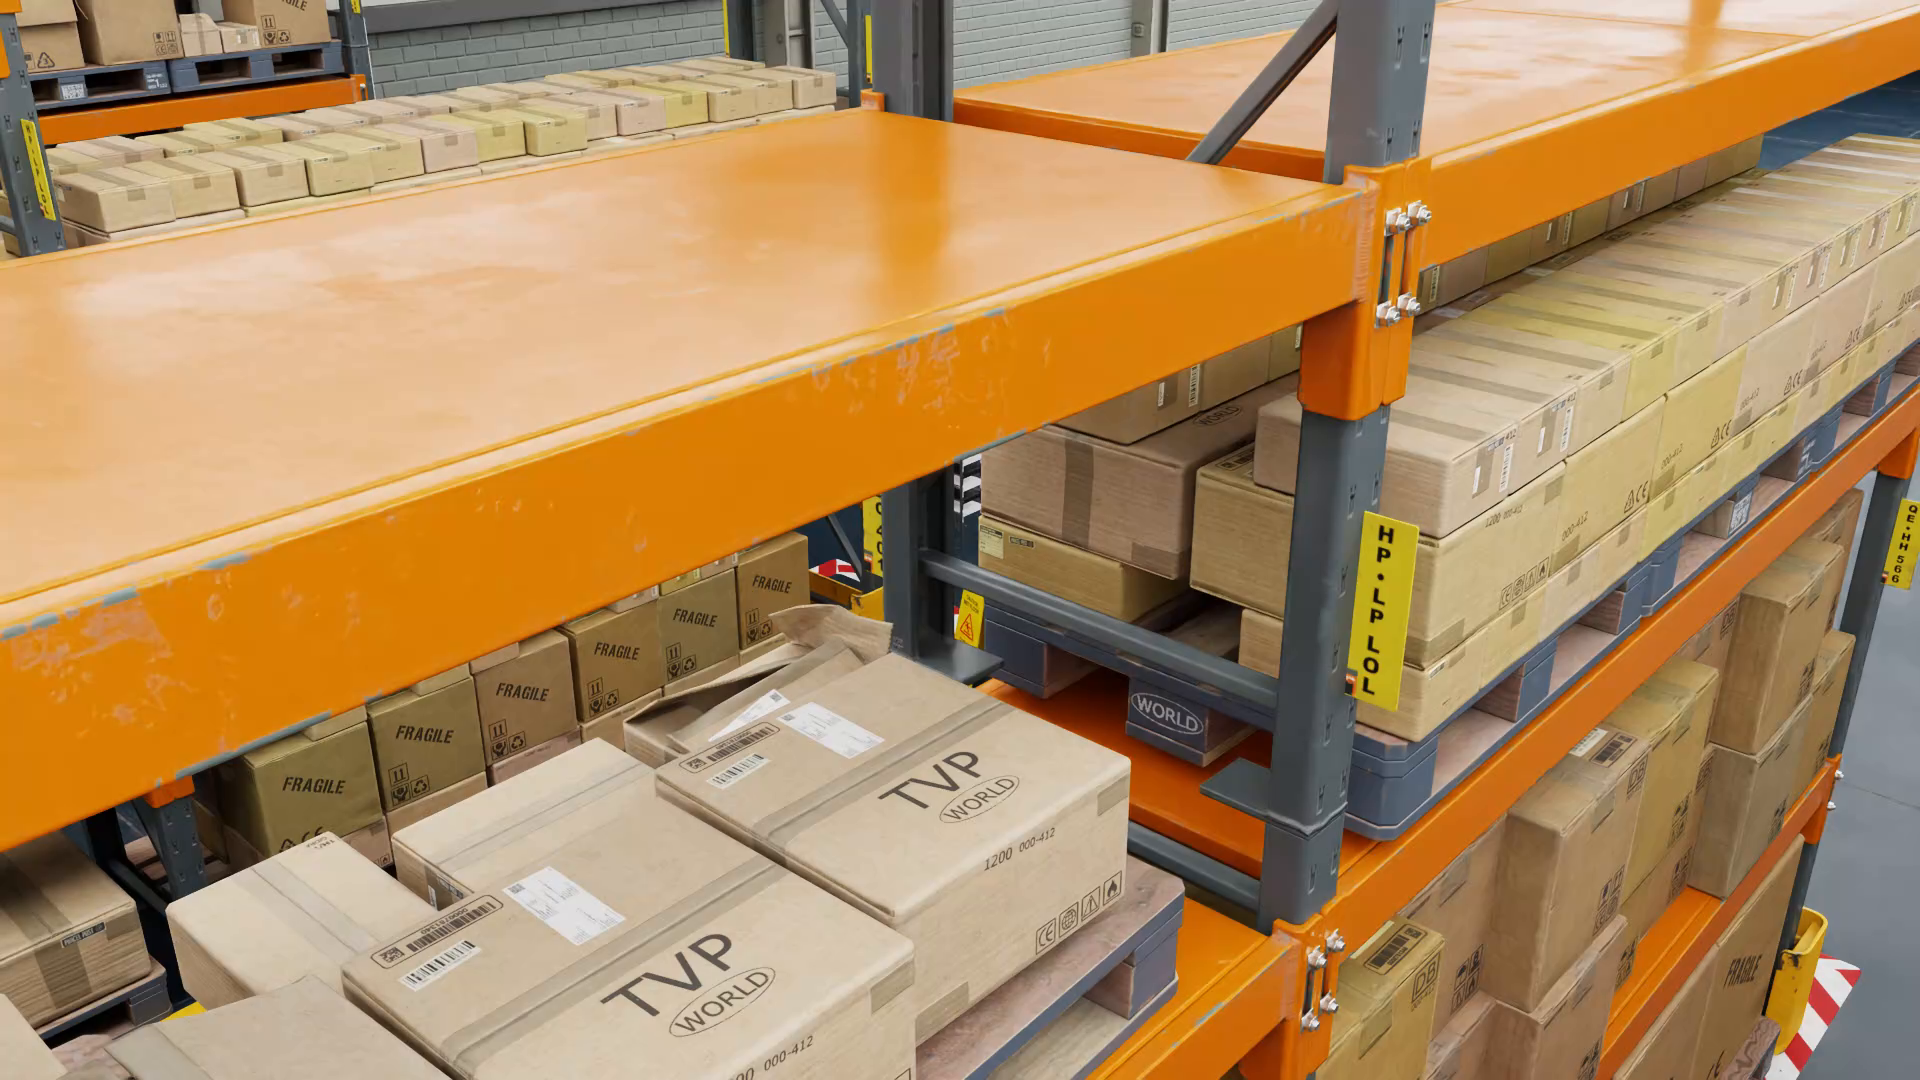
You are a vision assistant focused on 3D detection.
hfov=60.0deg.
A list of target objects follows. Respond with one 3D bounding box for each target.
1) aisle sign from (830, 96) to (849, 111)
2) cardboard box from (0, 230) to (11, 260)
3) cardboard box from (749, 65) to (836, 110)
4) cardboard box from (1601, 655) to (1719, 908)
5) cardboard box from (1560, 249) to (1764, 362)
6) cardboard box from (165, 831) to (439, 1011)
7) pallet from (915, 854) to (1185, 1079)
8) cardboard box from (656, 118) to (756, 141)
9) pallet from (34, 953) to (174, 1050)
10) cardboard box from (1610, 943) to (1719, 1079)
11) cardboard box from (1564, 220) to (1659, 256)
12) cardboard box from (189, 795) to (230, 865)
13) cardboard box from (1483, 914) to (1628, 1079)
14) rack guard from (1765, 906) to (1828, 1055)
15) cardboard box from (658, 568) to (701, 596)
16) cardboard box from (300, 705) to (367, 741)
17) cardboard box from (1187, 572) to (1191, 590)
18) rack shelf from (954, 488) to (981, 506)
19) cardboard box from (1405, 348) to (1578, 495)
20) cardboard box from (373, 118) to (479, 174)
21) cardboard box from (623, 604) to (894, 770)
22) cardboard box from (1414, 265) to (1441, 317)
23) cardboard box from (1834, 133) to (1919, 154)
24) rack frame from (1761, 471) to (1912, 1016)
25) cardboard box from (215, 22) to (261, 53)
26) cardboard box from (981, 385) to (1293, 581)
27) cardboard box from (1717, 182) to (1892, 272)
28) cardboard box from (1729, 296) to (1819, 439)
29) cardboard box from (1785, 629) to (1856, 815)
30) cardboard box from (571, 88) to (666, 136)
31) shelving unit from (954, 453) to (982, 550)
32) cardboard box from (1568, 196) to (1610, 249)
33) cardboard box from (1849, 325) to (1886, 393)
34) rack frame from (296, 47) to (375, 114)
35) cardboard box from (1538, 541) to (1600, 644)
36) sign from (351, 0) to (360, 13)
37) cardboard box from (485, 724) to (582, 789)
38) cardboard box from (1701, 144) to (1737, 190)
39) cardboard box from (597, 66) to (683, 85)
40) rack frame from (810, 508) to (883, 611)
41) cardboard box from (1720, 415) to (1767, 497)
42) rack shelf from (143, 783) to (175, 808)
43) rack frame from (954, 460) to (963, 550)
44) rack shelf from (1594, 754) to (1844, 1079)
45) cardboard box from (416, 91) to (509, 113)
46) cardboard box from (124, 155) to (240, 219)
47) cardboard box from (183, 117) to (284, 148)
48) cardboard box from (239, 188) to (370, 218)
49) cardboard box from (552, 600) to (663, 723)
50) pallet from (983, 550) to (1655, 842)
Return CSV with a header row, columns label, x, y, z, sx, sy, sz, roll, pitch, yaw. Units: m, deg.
label,x,y,z,sx,sy,sz,roll,pitch,yaw
aisle sign,-0.572,-1.947,8.749,0.394,0.787,0.004,20,31,38
cardboard box,-5.963,-1.864,10.463,0.380,0.149,0.250,20,31,37
cardboard box,-0.835,-2.256,8.280,0.380,0.149,0.250,21,31,38
cardboard box,1.618,0.564,4.822,0.875,0.550,0.500,20,31,38
cardboard box,1.600,-0.543,3.826,0.380,0.149,0.250,20,31,37
cardboard box,-0.874,0.583,2.289,0.380,0.149,0.250,20,31,38
pallet,-0.320,0.730,2.524,0.805,0.209,1.217,19,30,36
cardboard box,-1.316,-1.878,7.927,0.500,0.250,0.500,20,31,37
pallet,-4.017,1.907,6.738,1.003,0.211,1.213,20,31,38
cardboard box,1.936,1.771,5.718,0.875,0.875,0.875,20,31,37
cardboard box,1.737,-0.788,4.859,0.500,0.250,0.500,20,31,37
cardboard box,-3.304,1.207,7.739,0.500,0.250,0.500,22,32,40
cardboard box,1.291,1.228,4.661,0.875,0.550,0.550,20,31,38
rack guard,2.941,1.633,6.997,1.175,0.500,0.348,20,31,38
cardboard box,-1.534,0.125,8.443,0.380,0.149,0.250,21,31,38
cardboard box,-2.776,0.695,7.173,0.380,0.149,0.250,21,31,38
cardboard box,0.428,-0.048,3.696,0.380,0.149,0.250,21,31,38
rack shelf,-0.005,-0.296,11.111,0.258,0.077,0.200,20,31,38
cardboard box,0.921,-0.233,3.134,0.380,0.149,0.250,20,31,37
cardboard box,-2.217,-1.639,6.905,0.380,0.149,0.250,20,31,37
cardboard box,-0.334,0.289,2.801,0.258,0.266,0.396,20,31,37
cardboard box,0.937,-0.644,4.051,0.380,0.149,0.250,20,31,38
cardboard box,2.953,-1.160,5.202,0.380,0.149,0.250,21,31,38
rack frame,2.925,0.500,6.469,1.000,3.000,0.127,20,31,38
cardboard box,-4.855,-3.331,11.019,0.380,0.149,0.250,19,30,36
cardboard box,0.393,-0.175,3.492,0.500,0.250,0.500,20,31,37
cardboard box,2.275,-0.852,4.513,0.380,0.149,0.250,20,31,38
cardboard box,1.799,-0.490,4.194,0.500,0.250,0.500,20,31,38
cardboard box,2.711,0.557,6.159,0.875,0.550,0.550,20,31,38
cardboard box,-1.568,-1.969,7.641,0.380,0.149,0.250,20,31,38
shelving unit,-0.005,-0.408,11.060,0.258,0.900,0.210,20,31,38
cardboard box,1.616,-0.954,4.742,0.380,0.149,0.250,20,31,37
cardboard box,2.447,-0.566,4.851,0.380,0.149,0.250,21,31,38
rack frame,-4.528,-2.175,12.436,1.000,3.000,0.127,20,31,38
cardboard box,1.090,0.054,3.469,0.380,0.149,0.250,20,31,37
sign,-4.133,-3.760,11.317,0.100,0.325,0.005,20,31,38
cardboard box,-2.204,1.026,8.142,0.500,0.250,0.500,20,31,37
cardboard box,2.297,-1.265,5.435,0.380,0.149,0.250,20,31,38
cardboard box,-1.587,-2.246,8.259,0.380,0.149,0.250,20,31,37
rack frame,-0.829,-0.821,9.415,1.000,3.000,0.127,20,31,38
cardboard box,1.766,-0.255,4.157,0.380,0.149,0.250,21,31,38
rack shelf,-4.833,1.335,5.485,1.077,0.370,4.000,20,31,38
rack frame,-0.073,-0.377,10.991,0.240,0.900,0.006,20,31,38
rack shelf,1.590,1.437,5.258,1.077,0.370,4.000,20,31,38
cardboard box,-2.257,-1.932,7.558,0.380,0.149,0.250,21,32,39
cardboard box,-2.893,-1.315,6.181,0.380,0.149,0.250,21,32,39
cardboard box,-3.017,-1.647,6.922,0.380,0.149,0.250,21,32,39
cardboard box,-2.664,-1.258,6.542,0.500,0.250,0.500,20,31,37
cardboard box,-1.857,0.527,8.340,0.500,0.500,0.500,19,31,36
pallet,0.809,0.144,3.705,1.003,0.211,1.213,20,31,38
